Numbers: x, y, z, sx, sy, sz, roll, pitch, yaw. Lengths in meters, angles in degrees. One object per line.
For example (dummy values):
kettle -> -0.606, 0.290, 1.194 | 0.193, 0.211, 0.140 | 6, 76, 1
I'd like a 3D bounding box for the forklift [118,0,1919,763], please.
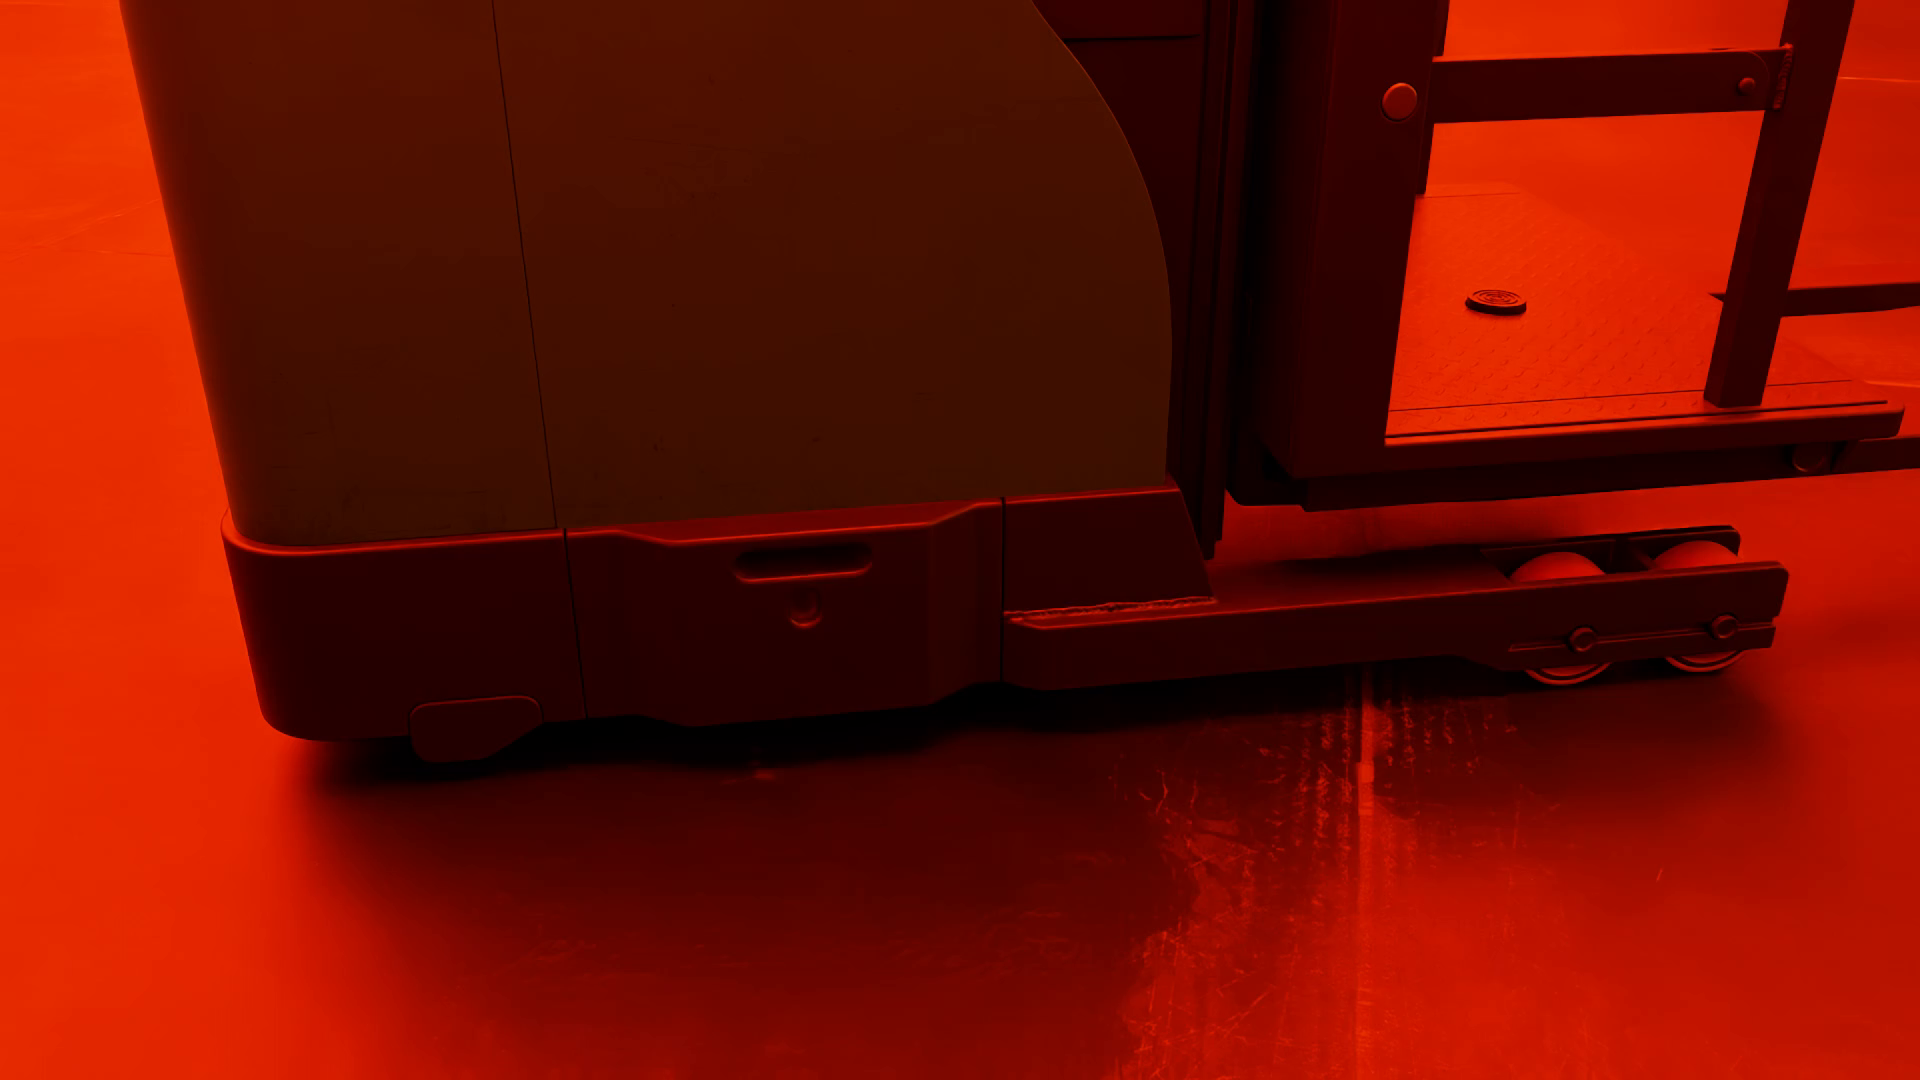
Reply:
forklift -> 0.600, -1.354, 1.930 | 3.031, 2.935, 1.130 | -4, 27, -9
